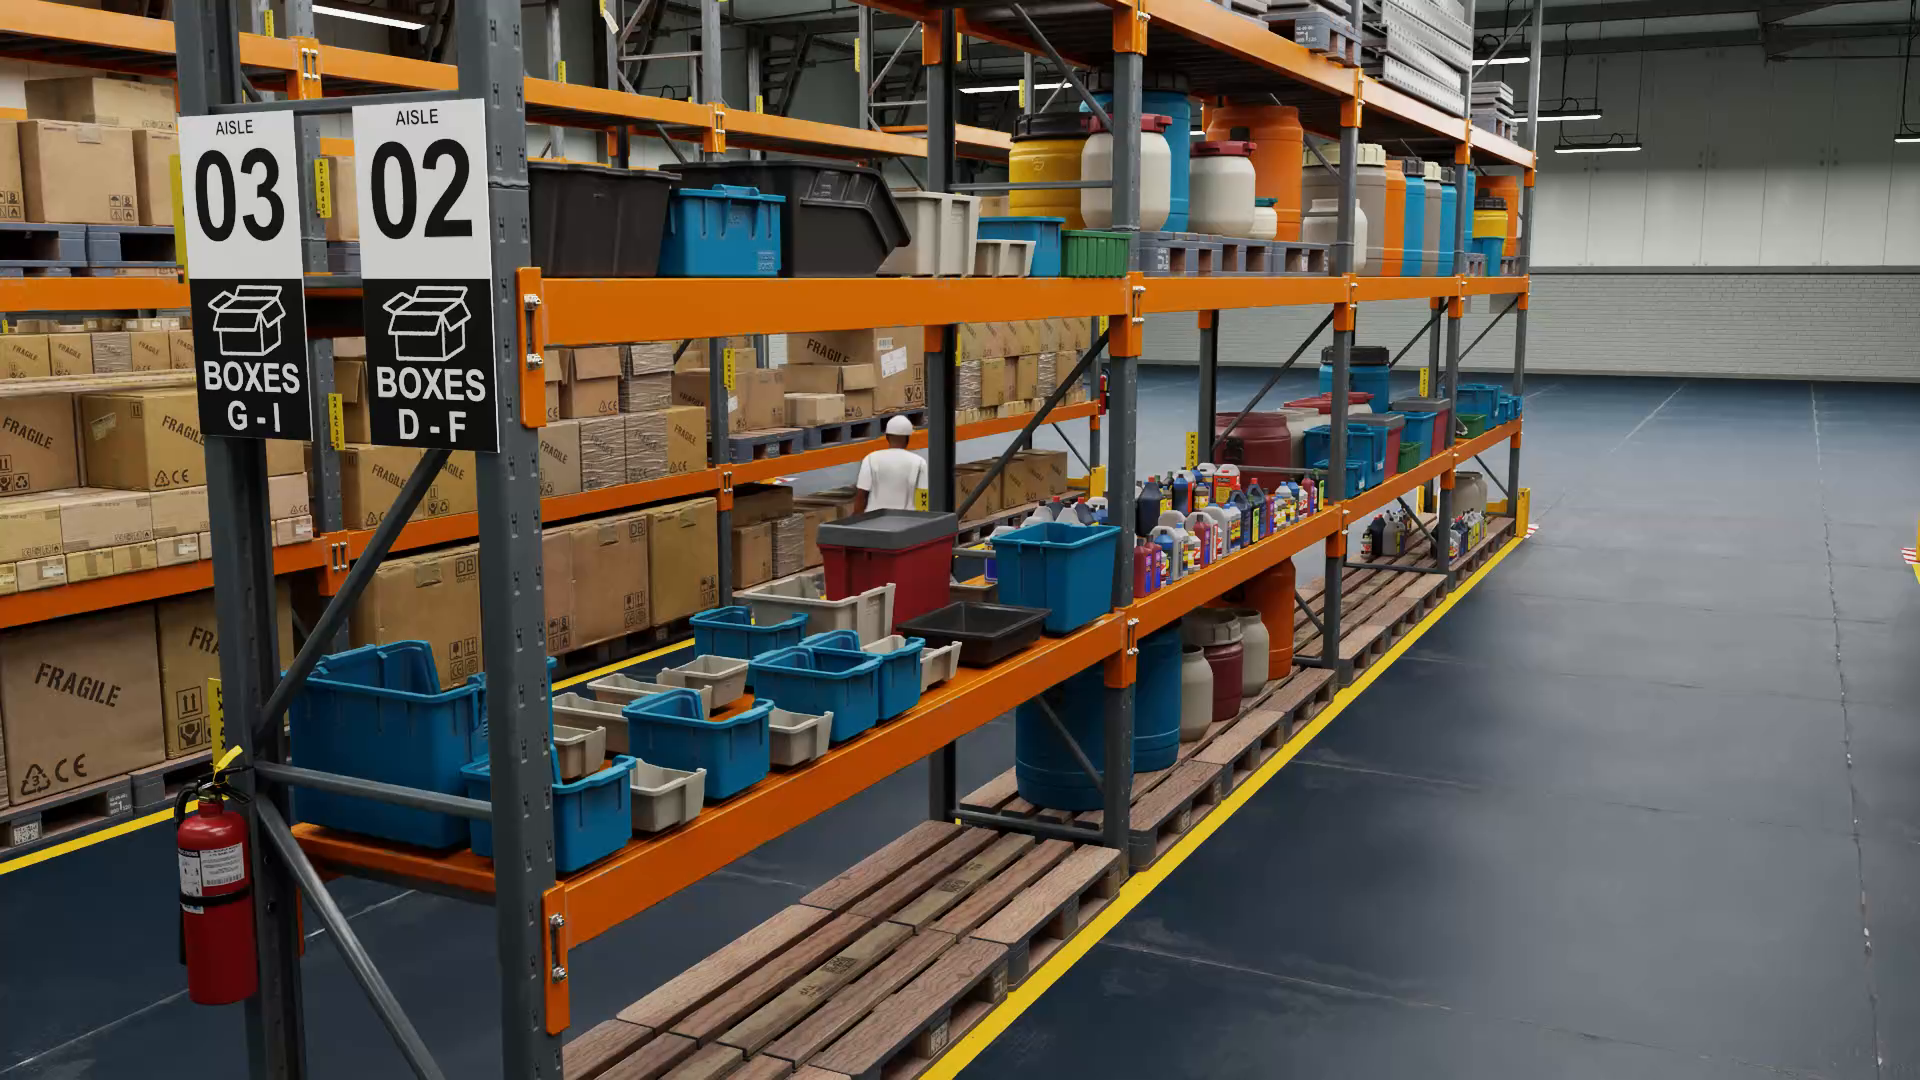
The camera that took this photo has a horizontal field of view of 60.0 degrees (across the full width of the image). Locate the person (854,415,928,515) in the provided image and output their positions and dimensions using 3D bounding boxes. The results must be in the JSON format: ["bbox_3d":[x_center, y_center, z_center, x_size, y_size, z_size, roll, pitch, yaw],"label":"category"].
[{"bbox_3d":[-0.514,-0.057,12.625,0.620,1.760,0.562,0,9,2],"label":"person"}]
